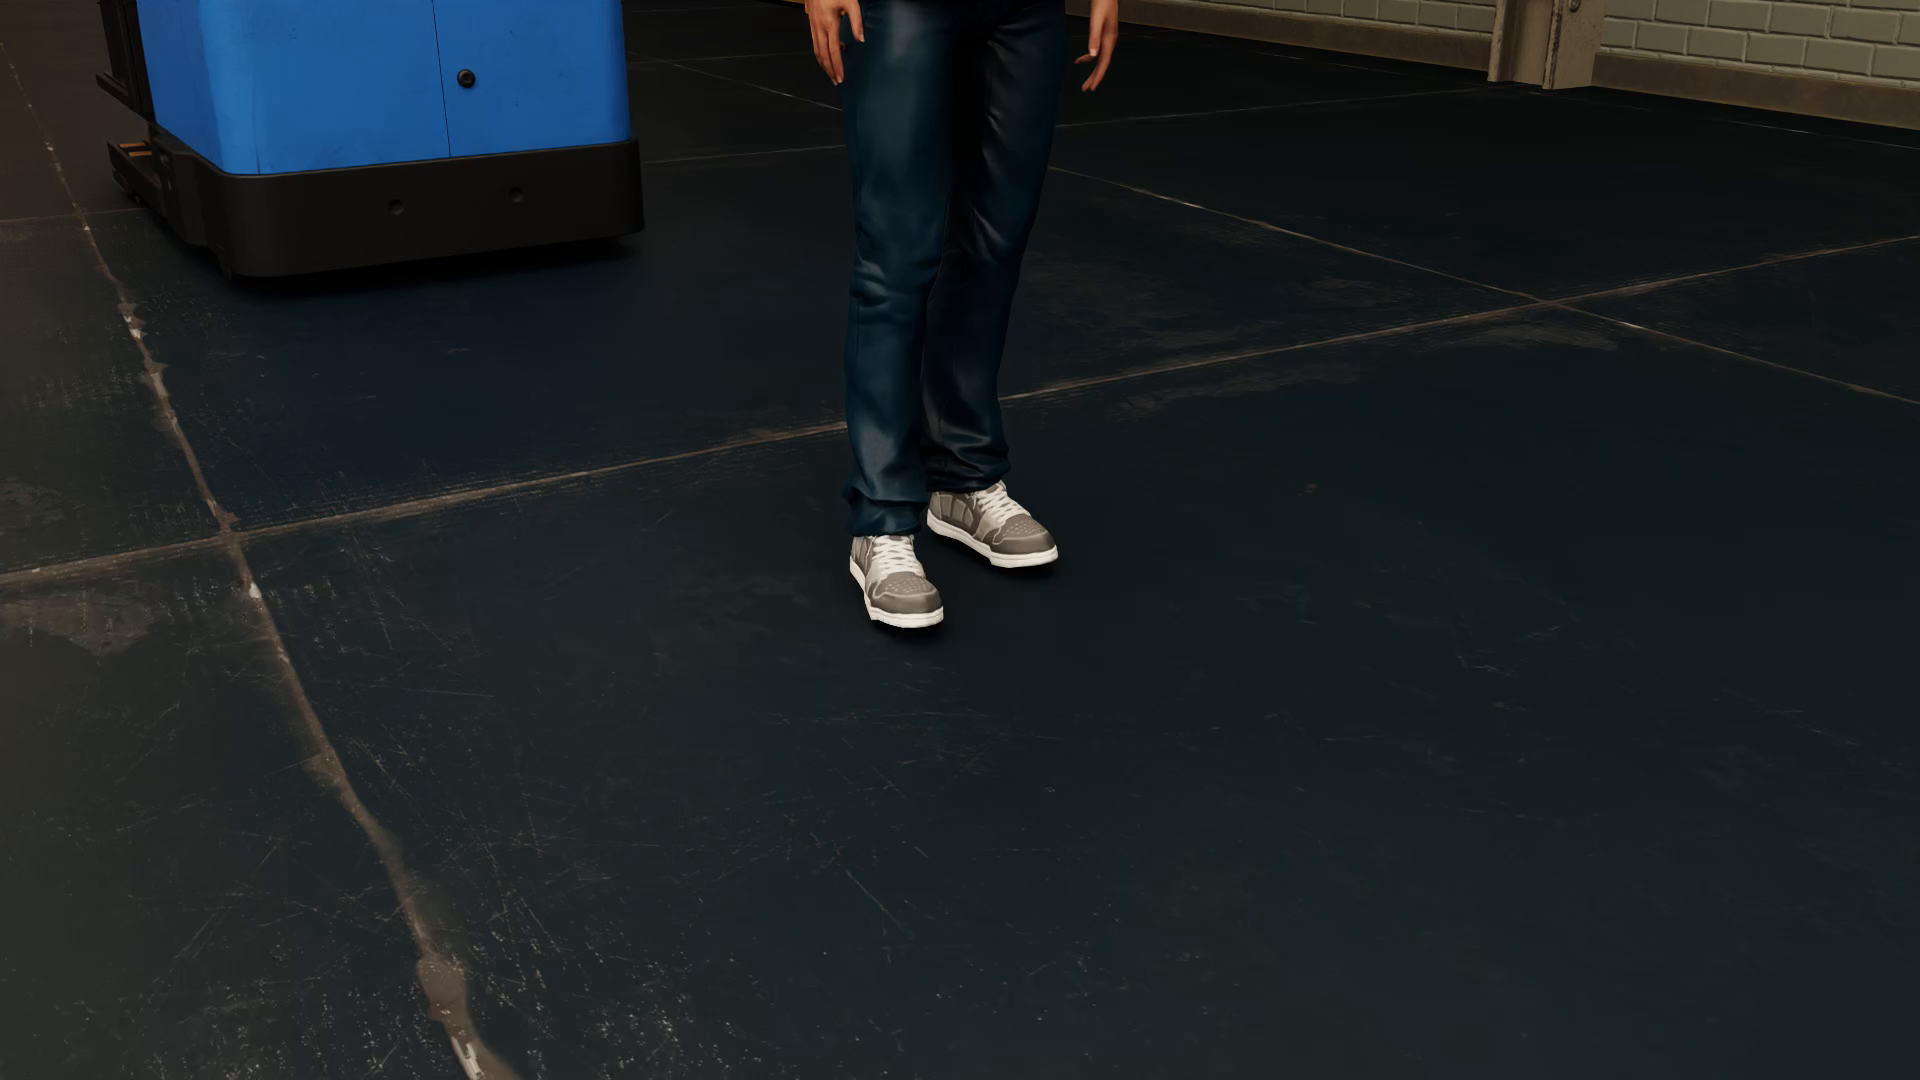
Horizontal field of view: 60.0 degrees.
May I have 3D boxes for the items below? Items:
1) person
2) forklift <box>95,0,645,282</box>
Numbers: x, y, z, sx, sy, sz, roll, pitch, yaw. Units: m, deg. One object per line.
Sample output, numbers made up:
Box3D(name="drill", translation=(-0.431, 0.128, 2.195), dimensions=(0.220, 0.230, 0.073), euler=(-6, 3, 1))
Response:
Box3D(name="person", translation=(0.025, -0.719, 2.263), dimensions=(0.520, 1.597, 0.476), euler=(-12, 25, -28))
Box3D(name="forklift", translation=(-2.076, -2.491, 4.846), dimensions=(1.130, 2.935, 3.031), euler=(-14, 26, -30))
